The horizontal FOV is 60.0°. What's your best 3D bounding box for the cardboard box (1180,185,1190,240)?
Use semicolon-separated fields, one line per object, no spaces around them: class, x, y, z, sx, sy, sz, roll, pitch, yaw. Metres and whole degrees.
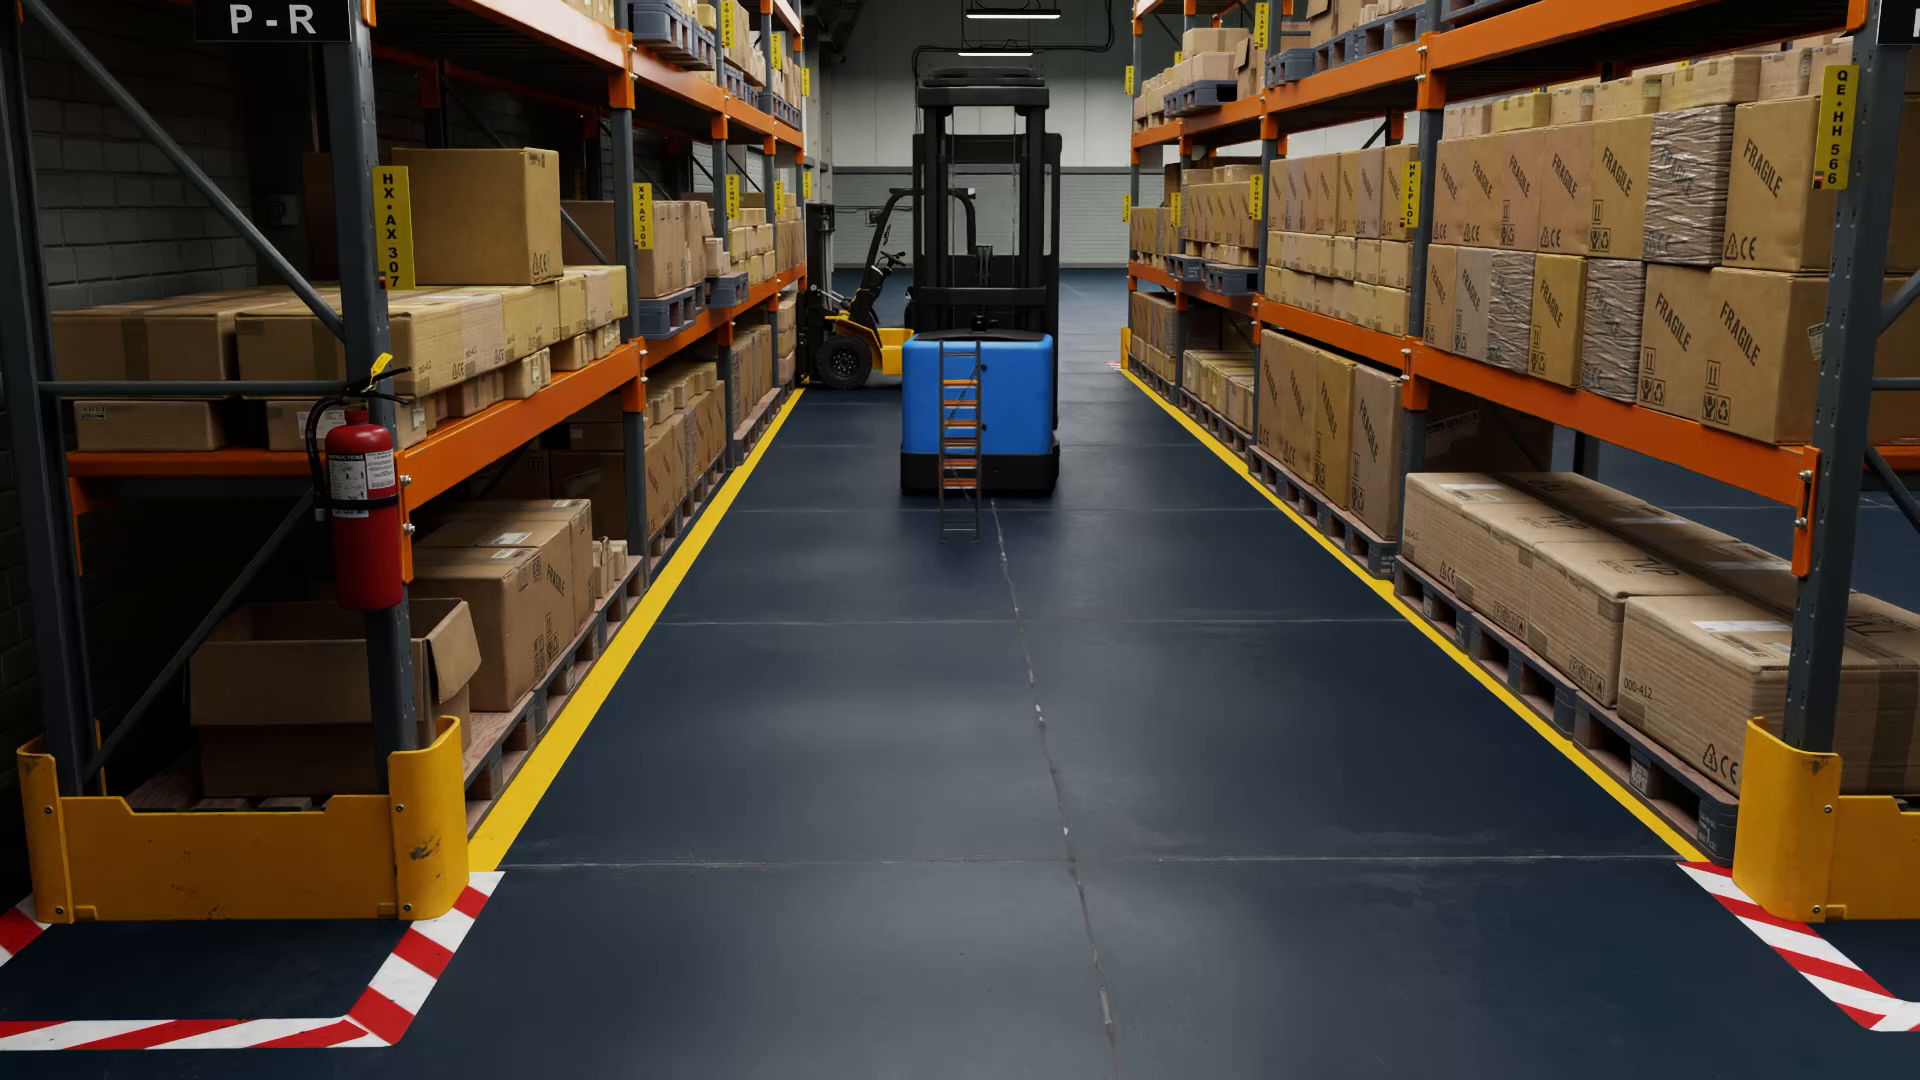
cardboard box;2.380;-3.118;15.827;0.500;0.500;0.500;0;11;0

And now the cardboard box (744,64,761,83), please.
cardboard box;-1.979;-4.175;14.873;0.380;0.149;0.250;0;11;-1

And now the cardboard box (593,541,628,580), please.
cardboard box;-1.835;0.101;8.132;0.380;0.149;0.250;-1;11;-3

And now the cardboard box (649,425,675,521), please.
cardboard box;-1.946;-0.384;9.637;0.500;0.500;0.500;0;11;-2

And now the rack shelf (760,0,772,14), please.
rack shelf;-2.264;-4.784;13.824;1.077;0.370;4.000;0;11;-1

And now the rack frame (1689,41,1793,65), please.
rack frame;7.604;-5.792;15.976;1.000;3.000;0.127;0;11;-1

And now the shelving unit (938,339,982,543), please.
shelving unit;0.000;-0.591;9.954;0.258;1.200;0.189;0;11;-1

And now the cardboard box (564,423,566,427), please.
cardboard box;-2.492;-0.722;9.674;0.380;0.149;0.250;-1;11;-4

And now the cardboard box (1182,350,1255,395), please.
cardboard box;2.671;-1.625;16.079;0.950;0.372;0.625;0;11;0

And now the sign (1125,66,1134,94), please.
sign;2.032;-5.503;19.896;0.100;0.325;0.005;0;11;-1

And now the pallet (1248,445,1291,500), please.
pallet;2.681;-0.493;11.957;1.003;0.211;1.213;0;11;-1

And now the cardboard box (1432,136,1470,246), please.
cardboard box;2.591;-1.665;7.954;0.500;0.500;0.500;0;11;-1

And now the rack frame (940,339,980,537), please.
rack frame;-0.002;-0.609;10.044;0.240;1.200;0.006;0;11;-1

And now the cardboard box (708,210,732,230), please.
cardboard box;-1.935;-2.427;12.594;0.380;0.149;0.250;0;11;1

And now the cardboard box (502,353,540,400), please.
cardboard box;-1.766;-0.605;6.127;0.380;0.149;0.250;-1;11;-3

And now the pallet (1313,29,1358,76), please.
pallet;2.833;-3.044;10.449;1.003;0.211;1.213;0;11;1

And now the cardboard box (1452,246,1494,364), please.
cardboard box;2.577;-1.076;7.567;0.500;0.500;0.500;0;11;-1

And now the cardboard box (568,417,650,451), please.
cardboard box;-1.881;-0.571;8.930;0.380;0.149;0.250;0;11;2

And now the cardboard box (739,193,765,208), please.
cardboard box;-2.015;-3.368;16.483;0.380;0.149;0.250;0;11;0

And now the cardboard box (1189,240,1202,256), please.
cardboard box;2.349;-2.733;15.564;0.380;0.149;0.250;0;11;0

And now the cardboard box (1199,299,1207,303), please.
cardboard box;2.883;-2.365;18.146;0.500;0.500;0.500;0;11;2

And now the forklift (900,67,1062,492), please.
forklift;0.214;-2.018;12.633;1.130;2.935;3.031;1;11;4

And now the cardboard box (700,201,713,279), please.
cardboard box;-2.004;-1.928;10.702;0.797;0.503;0.637;-1;11;-2

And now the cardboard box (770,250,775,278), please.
cardboard box;-2.033;-2.618;15.796;0.500;0.250;0.500;0;11;0

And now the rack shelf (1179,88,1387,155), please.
rack shelf;2.699;-3.531;14.187;1.077;0.370;4.000;0;11;-1

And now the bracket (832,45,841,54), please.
bracket;-3.531;-14.030;47.529;0.235;0.232;0.430;0;11;-1

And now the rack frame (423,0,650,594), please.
rack frame;-2.140;-1.200;8.431;1.000;3.000;0.127;0;11;-1

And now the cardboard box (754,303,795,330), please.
cardboard box;-2.002;-2.338;17.383;0.500;0.250;0.500;0;11;-1

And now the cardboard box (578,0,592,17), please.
cardboard box;-1.838;-2.375;7.308;0.380;0.149;0.250;0;11;1

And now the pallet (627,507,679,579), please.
pallet;-2.194;0.005;9.504;1.003;0.211;1.213;0;11;-1

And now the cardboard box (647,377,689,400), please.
cardboard box;-1.995;-0.988;10.984;0.380;0.149;0.250;0;11;-2

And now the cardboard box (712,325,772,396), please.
cardboard box;-2.283;-1.729;15.953;0.875;0.625;0.625;0;11;1

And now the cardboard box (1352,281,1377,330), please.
cardboard box;2.552;-1.337;9.483;0.500;0.250;0.500;0;11;-2

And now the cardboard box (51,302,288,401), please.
cardboard box;-2.332;-0.568;4.942;0.500;0.250;0.500;0;11;1

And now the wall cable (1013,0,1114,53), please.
wall cable;3.166;-16.144;50.671;3.097;2.526;0.112;0;11;-1

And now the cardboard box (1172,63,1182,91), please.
cardboard box;2.269;-4.296;15.468;0.500;0.250;0.500;-1;11;-3

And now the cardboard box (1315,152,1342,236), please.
cardboard box;2.528;-2.155;10.369;0.500;0.500;0.500;0;11;0

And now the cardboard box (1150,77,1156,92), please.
cardboard box;2.298;-5.022;18.349;0.380;0.149;0.250;0;11;0

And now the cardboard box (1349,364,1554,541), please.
cardboard box;2.730;-0.509;9.310;0.875;0.875;0.875;0;11;1

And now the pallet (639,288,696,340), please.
pallet;-2.047;-1.265;9.235;1.003;0.211;1.213;0;11;-1

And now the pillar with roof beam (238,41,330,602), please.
pillar with roof beam;1.278;-4.016;7.221;9.100;9.000;0.400;0;11;-1

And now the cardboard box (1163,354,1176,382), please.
cardboard box;2.377;-1.786;17.179;0.500;0.250;0.500;0;11;1

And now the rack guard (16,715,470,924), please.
rack guard;-2.059;0.805;4.834;1.175;0.500;0.348;0;11;-1

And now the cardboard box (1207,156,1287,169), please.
cardboard box;2.865;-3.585;16.670;0.700;0.500;0.500;0;11;-2

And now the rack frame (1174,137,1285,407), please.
rack frame;2.658;-2.812;16.373;1.000;3.000;0.127;0;11;-1

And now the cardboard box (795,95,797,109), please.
cardboard box;-2.067;-5.024;19.058;0.380;0.149;0.250;-1;11;-3

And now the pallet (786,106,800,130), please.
pallet;-2.399;-4.872;19.206;1.003;0.211;1.213;0;11;-1

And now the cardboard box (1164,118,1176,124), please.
cardboard box;2.339;-4.425;17.412;0.380;0.149;0.250;0;11;0

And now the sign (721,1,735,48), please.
sign;-1.680;-3.721;12.009;0.100;0.325;0.005;0;11;-1

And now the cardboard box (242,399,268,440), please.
cardboard box;-2.276;-0.397;5.105;0.380;0.149;0.250;0;11;1

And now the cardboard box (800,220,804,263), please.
cardboard box;-2.115;-3.538;19.702;0.500;0.500;0.500;0;11;-2

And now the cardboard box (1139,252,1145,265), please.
cardboard box;2.278;-3.261;19.222;0.380;0.149;0.250;0;11;0

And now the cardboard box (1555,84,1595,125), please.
cardboard box;2.583;-1.712;6.554;0.380;0.149;0.250;0;11;-1

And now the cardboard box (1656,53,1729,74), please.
cardboard box;7.338;-4.746;16.685;0.500;0.250;0.500;0;11;-2

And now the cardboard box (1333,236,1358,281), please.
cardboard box;2.536;-1.682;9.924;0.500;0.250;0.500;0;11;0

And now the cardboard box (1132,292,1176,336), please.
cardboard box;2.316;-2.666;19.630;0.500;0.500;0.500;-1;11;-3

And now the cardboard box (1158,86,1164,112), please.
cardboard box;2.372;-4.642;17.483;0.500;0.250;0.500;0;11;-2
